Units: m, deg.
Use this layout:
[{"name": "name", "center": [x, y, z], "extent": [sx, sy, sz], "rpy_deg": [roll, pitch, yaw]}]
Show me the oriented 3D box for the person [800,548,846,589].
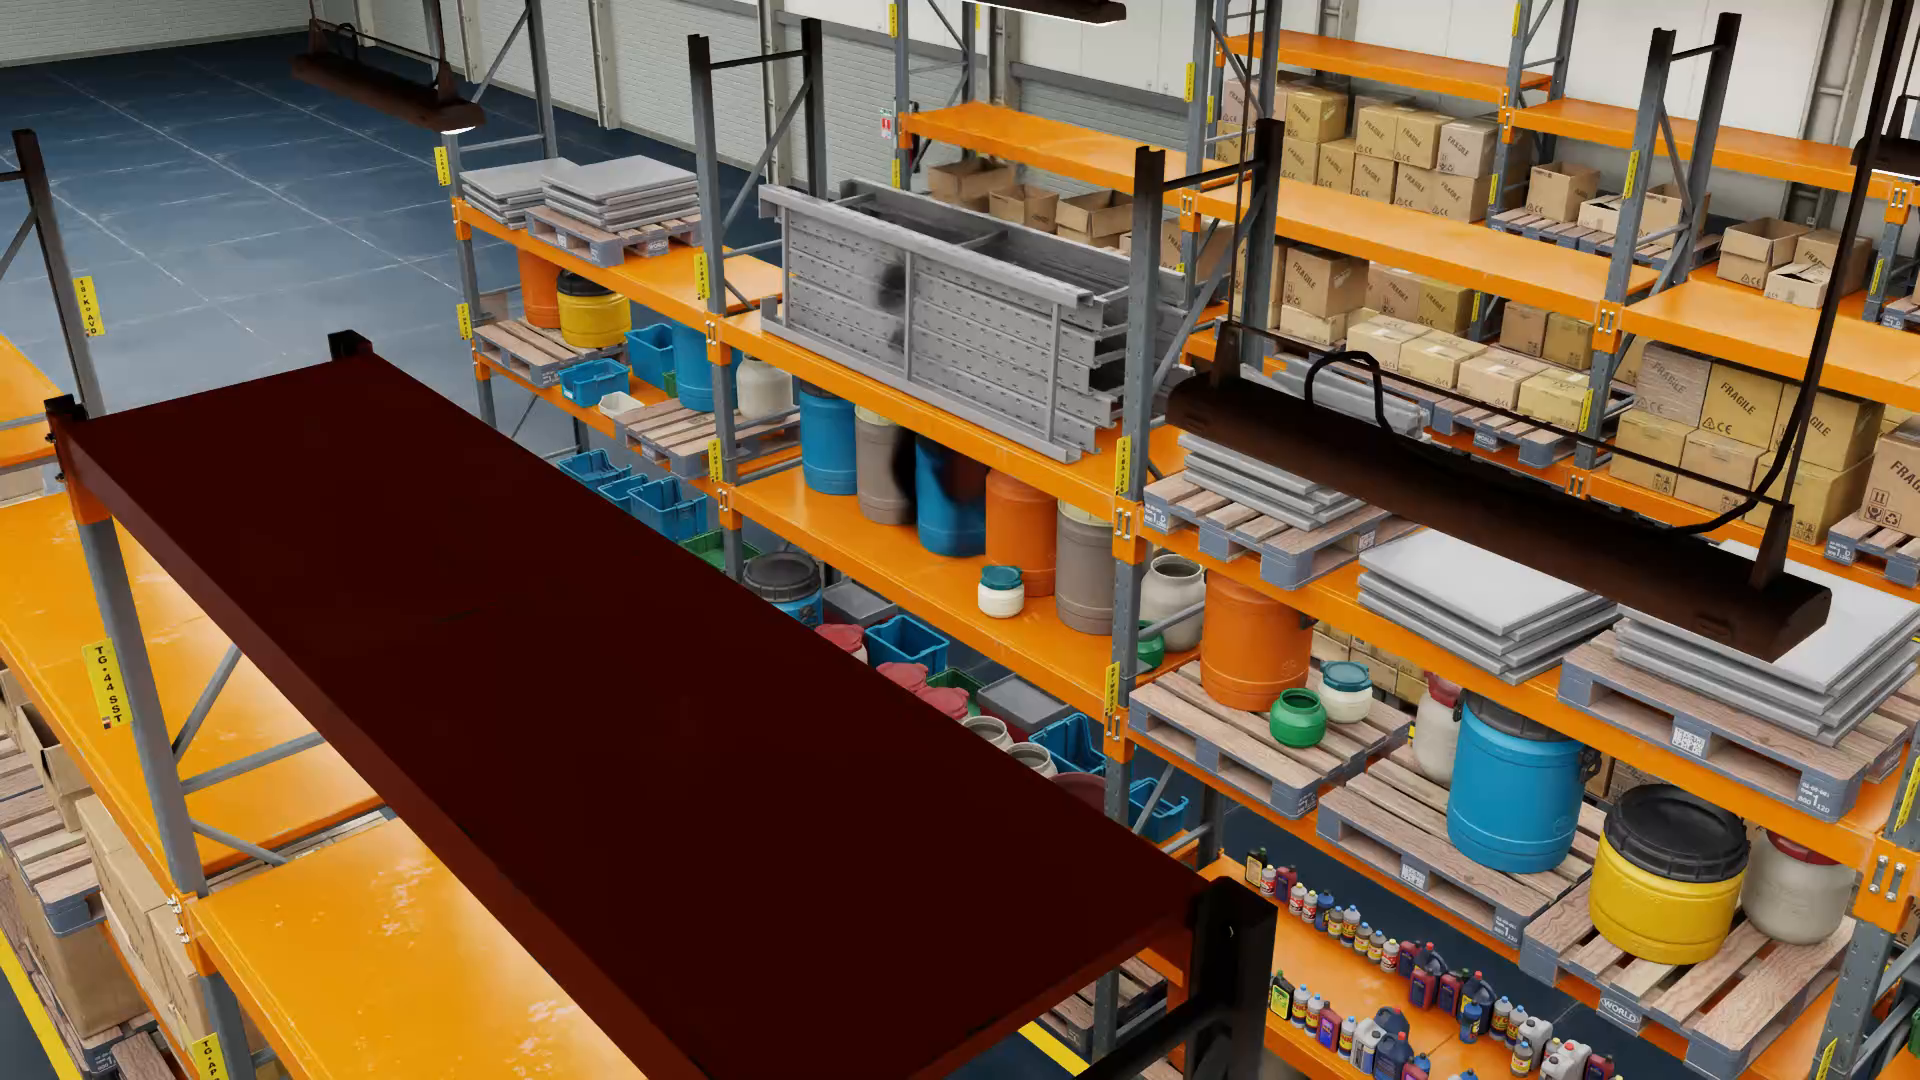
[{"name": "person", "center": [-1.166, 0.155, 15.348], "extent": [0.785, 1.759, 0.657], "rpy_deg": [23, 35, 38]}]
